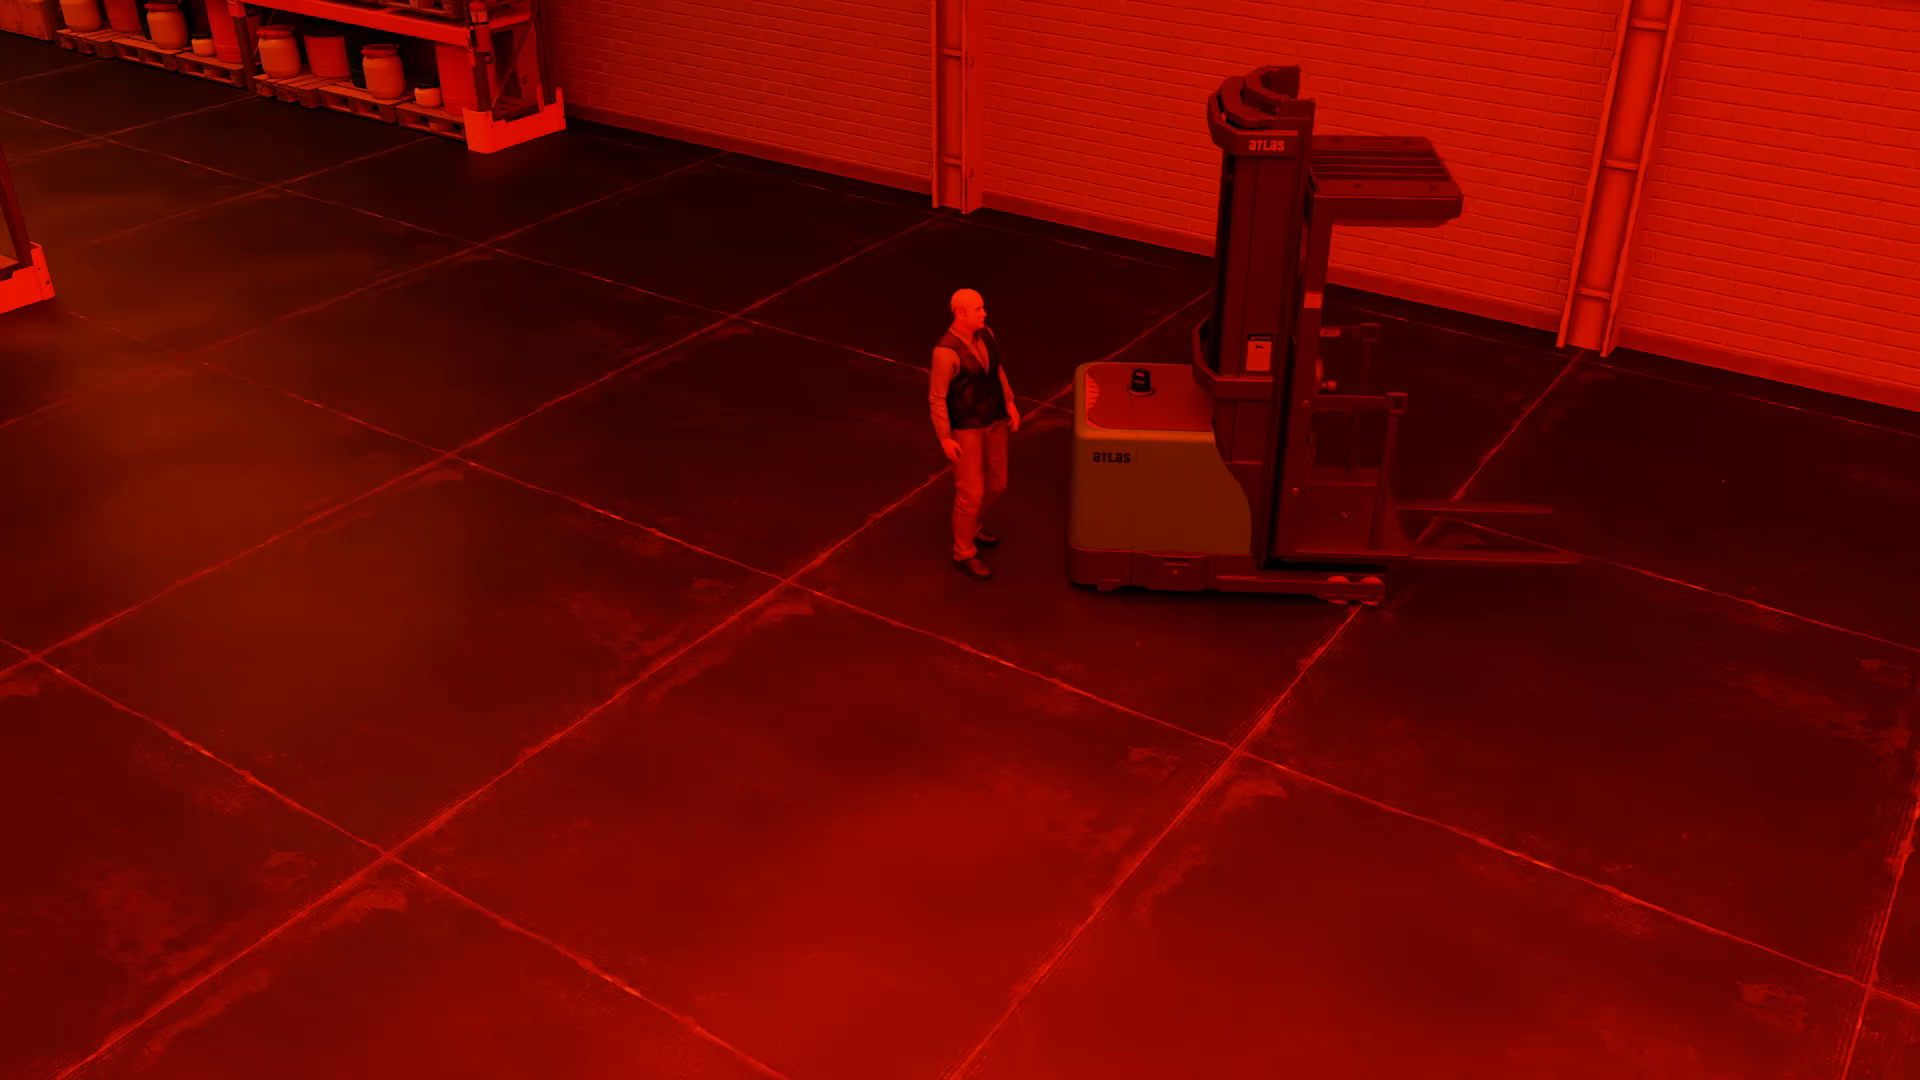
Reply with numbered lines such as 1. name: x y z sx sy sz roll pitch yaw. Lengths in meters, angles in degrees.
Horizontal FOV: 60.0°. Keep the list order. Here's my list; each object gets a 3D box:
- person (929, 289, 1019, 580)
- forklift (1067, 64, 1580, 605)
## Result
1. person: 0.129 -0.664 9.980 0.577 1.705 0.670 23 37 34
2. forklift: 2.180 -1.158 9.576 3.031 2.935 1.130 2 30 3
